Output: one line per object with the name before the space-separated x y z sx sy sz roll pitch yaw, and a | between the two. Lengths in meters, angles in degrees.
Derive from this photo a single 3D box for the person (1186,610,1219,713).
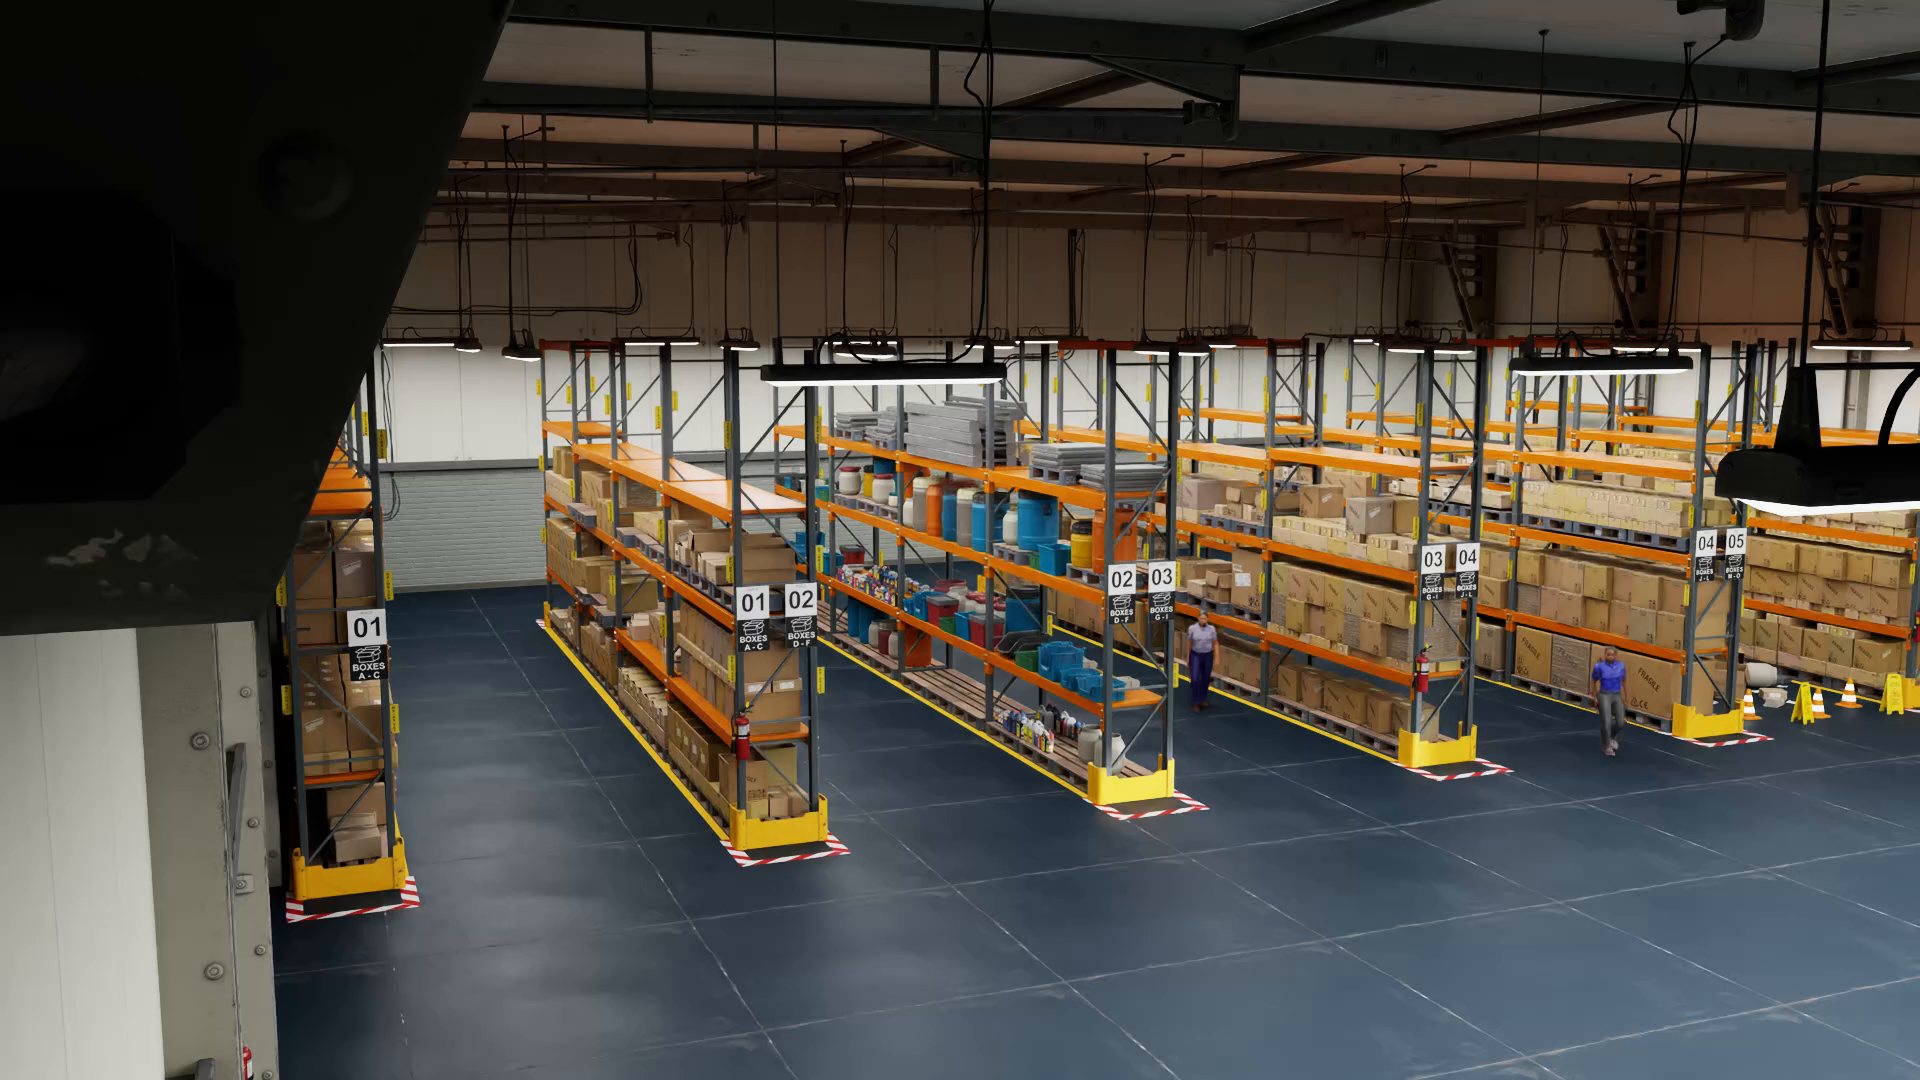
person | 3.992 1.981 27.378 0.525 1.685 0.594 0 7 -1

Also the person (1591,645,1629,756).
person | 9.582 2.339 24.583 0.522 1.640 0.486 0 7 1
